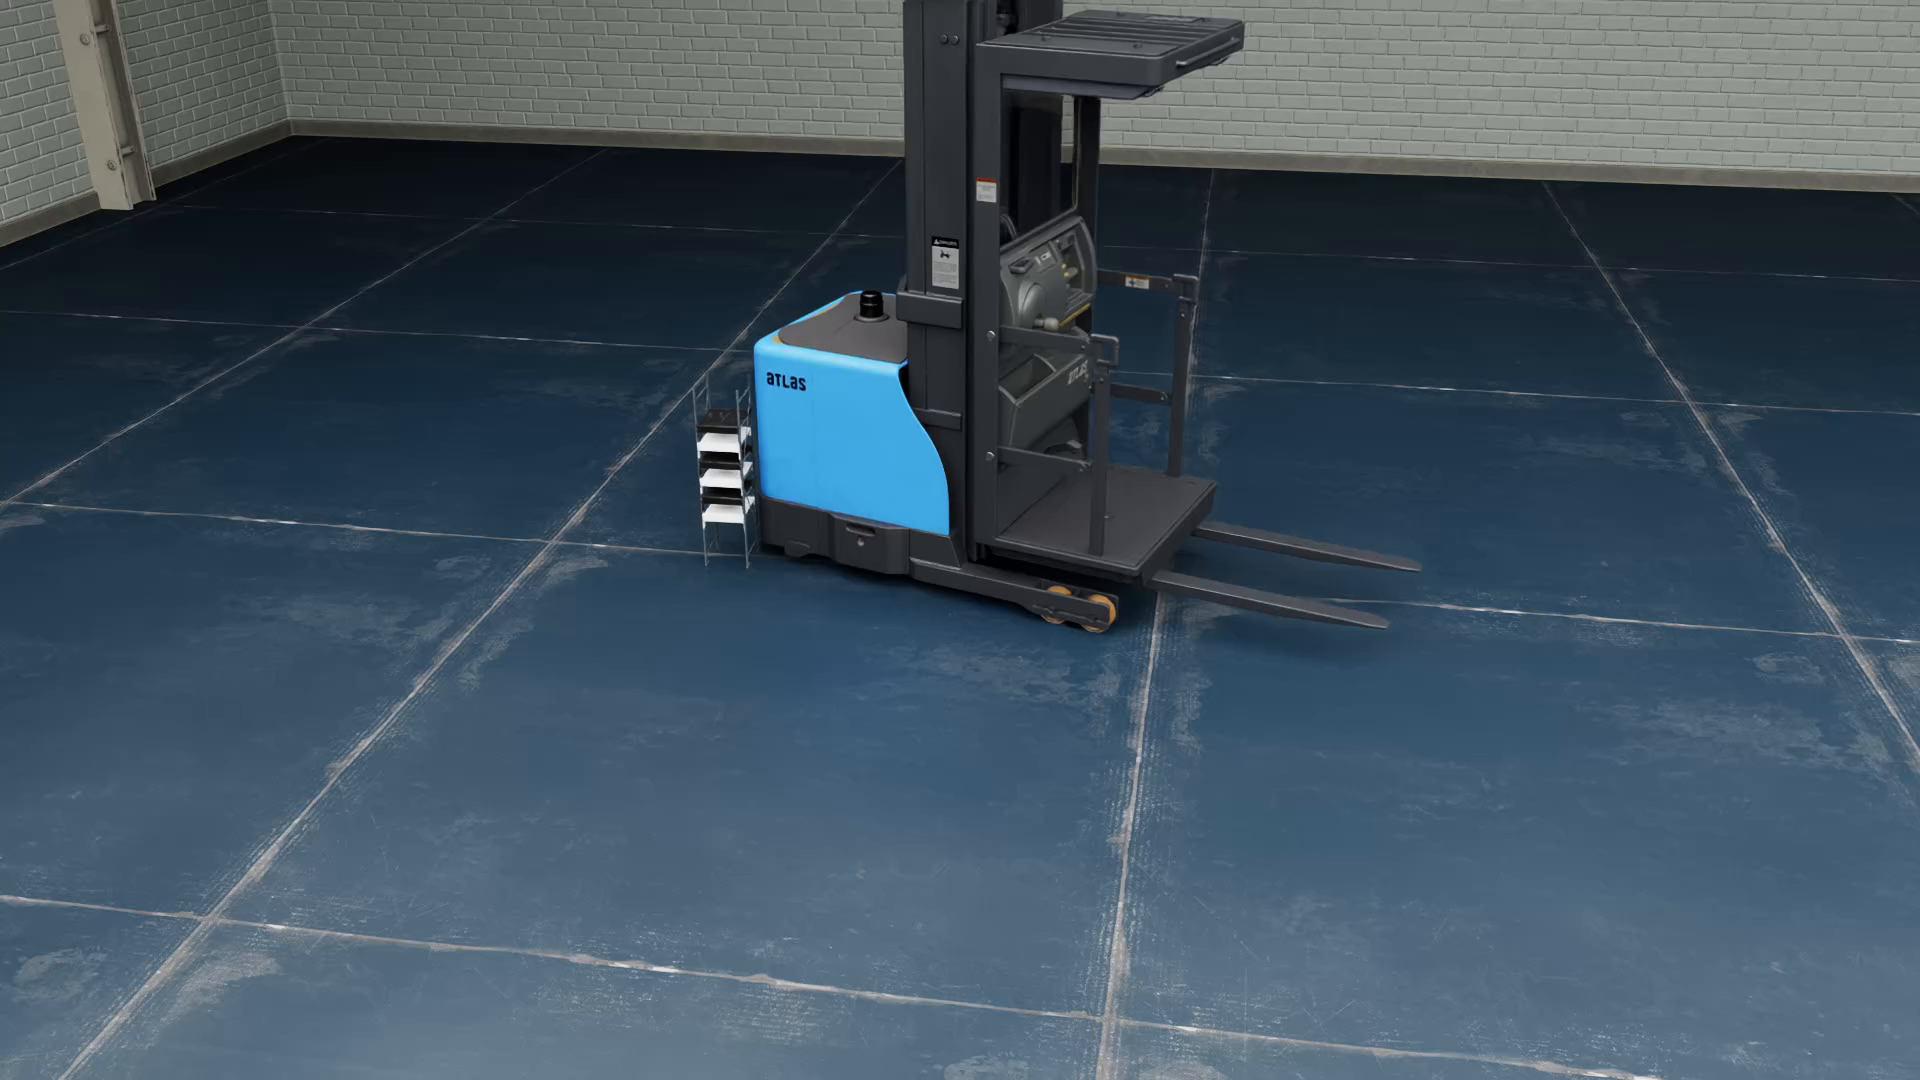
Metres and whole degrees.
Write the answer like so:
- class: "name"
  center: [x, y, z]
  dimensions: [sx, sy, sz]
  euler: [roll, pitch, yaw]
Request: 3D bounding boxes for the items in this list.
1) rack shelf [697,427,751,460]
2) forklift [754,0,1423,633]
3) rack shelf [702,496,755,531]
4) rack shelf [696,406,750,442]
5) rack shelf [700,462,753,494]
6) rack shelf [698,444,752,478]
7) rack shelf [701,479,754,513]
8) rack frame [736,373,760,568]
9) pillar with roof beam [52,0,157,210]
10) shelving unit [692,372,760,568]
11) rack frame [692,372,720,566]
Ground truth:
- class: "rack shelf"
  center: [-1.104, -0.462, 7.828]
  dimensions: [0.200, 0.077, 0.258]
  euler: [3, 25, 7]
- class: "forklift"
  center: [0.579, -1.173, 7.298]
  dimensions: [3.031, 2.935, 1.130]
  euler: [12, 28, 24]
- class: "rack shelf"
  center: [-1.104, -0.135, 7.981]
  dimensions: [0.200, 0.077, 0.258]
  euler: [3, 25, 7]
- class: "rack shelf"
  center: [-1.104, -0.543, 7.790]
  dimensions: [0.200, 0.077, 0.258]
  euler: [3, 25, 7]
- class: "rack shelf"
  center: [-1.104, -0.299, 7.905]
  dimensions: [0.200, 0.077, 0.258]
  euler: [3, 25, 7]
- class: "rack shelf"
  center: [-1.104, -0.380, 7.866]
  dimensions: [0.200, 0.077, 0.258]
  euler: [3, 25, 7]
- class: "rack shelf"
  center: [-1.104, -0.217, 7.943]
  dimensions: [0.200, 0.077, 0.258]
  euler: [3, 25, 7]
- class: "rack frame"
  center: [-1.003, -0.323, 7.879]
  dimensions: [0.006, 0.900, 0.240]
  euler: [3, 25, 7]
- class: "pillar with roof beam"
  center: [-3.024, -6.714, 11.980]
  dimensions: [9.100, 9.000, 0.400]
  euler: [4, 25, 9]
- class: "shelving unit"
  center: [-1.104, -0.329, 7.890]
  dimensions: [0.210, 0.900, 0.258]
  euler: [3, 25, 7]
- class: "rack frame"
  center: [-1.205, -0.334, 7.902]
  dimensions: [0.006, 0.900, 0.240]
  euler: [3, 25, 7]
